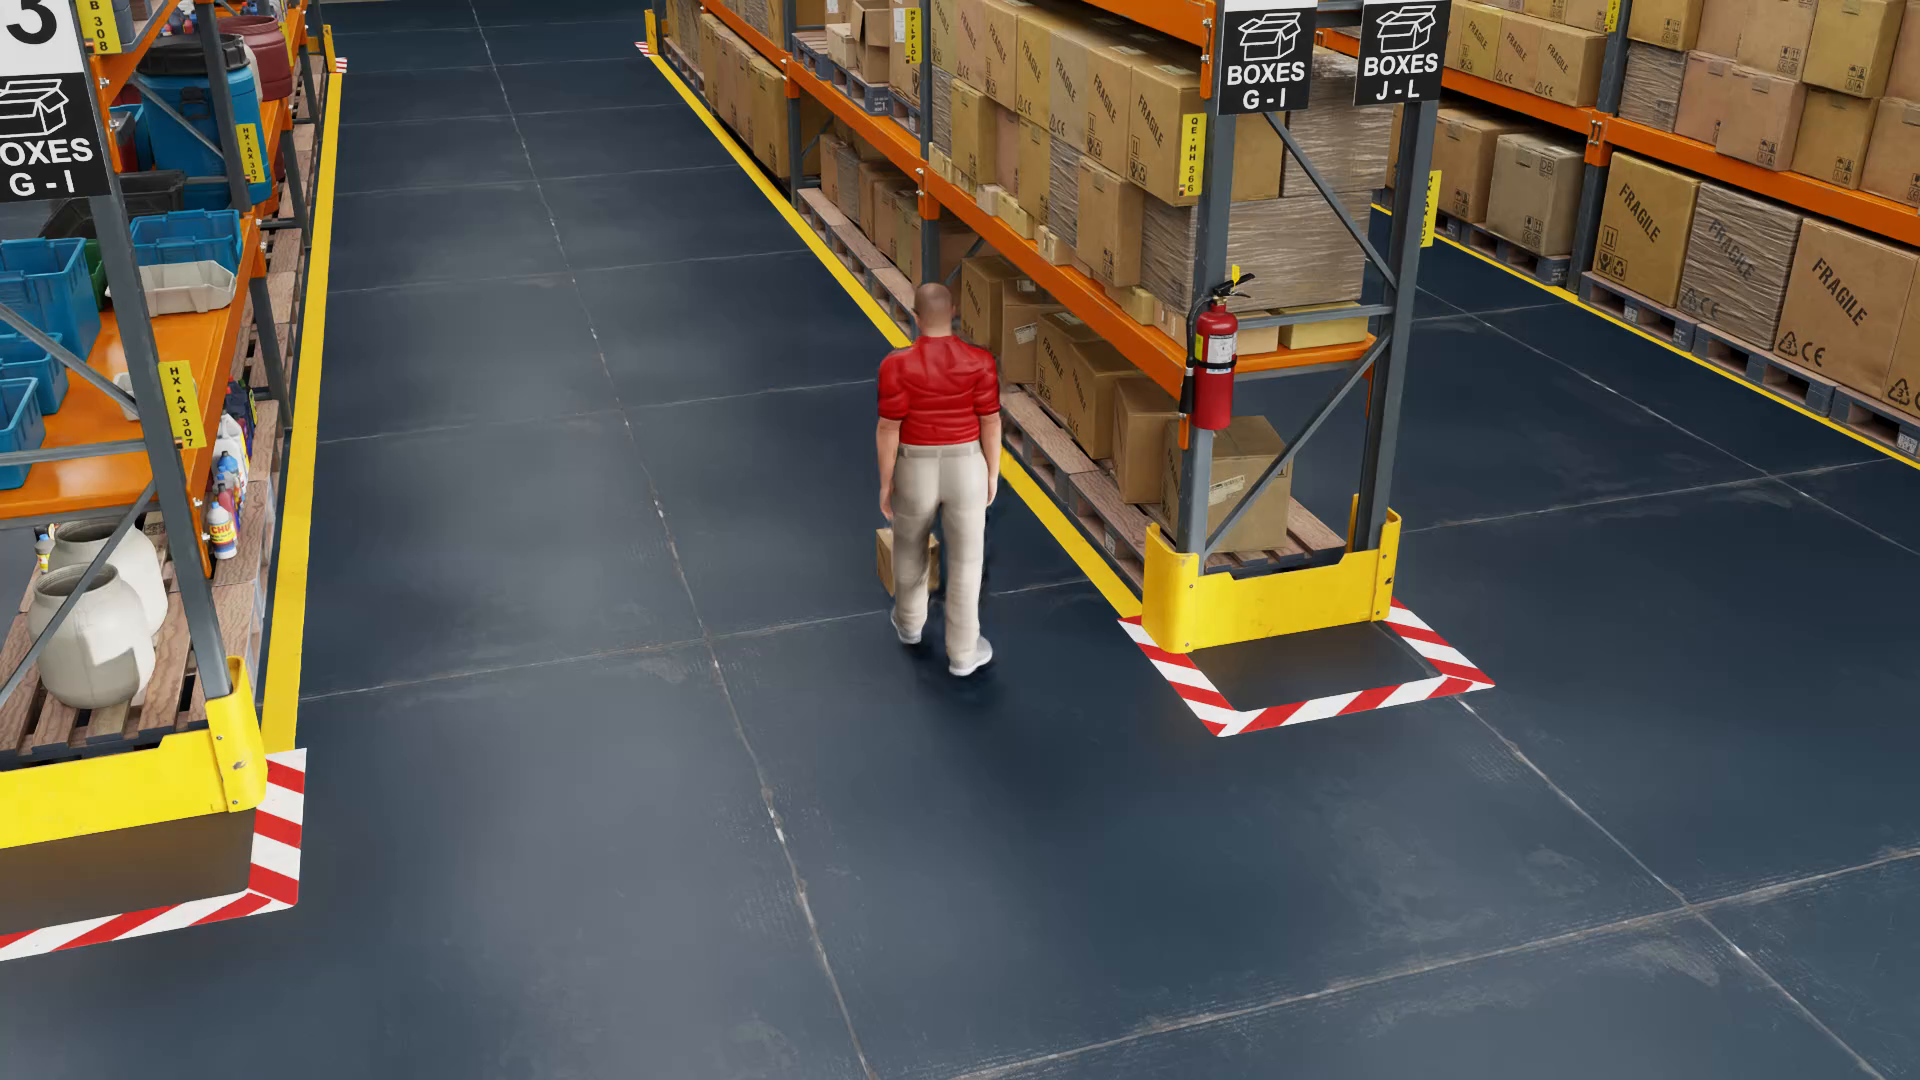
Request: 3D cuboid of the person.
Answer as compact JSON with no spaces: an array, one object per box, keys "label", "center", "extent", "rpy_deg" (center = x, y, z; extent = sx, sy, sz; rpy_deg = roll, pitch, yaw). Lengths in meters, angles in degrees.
[{"label":"person","center":[-0.094,-0.292,7.197],"extent":[0.533,1.716,0.665],"rpy_deg":[-1,26,-2]}]
